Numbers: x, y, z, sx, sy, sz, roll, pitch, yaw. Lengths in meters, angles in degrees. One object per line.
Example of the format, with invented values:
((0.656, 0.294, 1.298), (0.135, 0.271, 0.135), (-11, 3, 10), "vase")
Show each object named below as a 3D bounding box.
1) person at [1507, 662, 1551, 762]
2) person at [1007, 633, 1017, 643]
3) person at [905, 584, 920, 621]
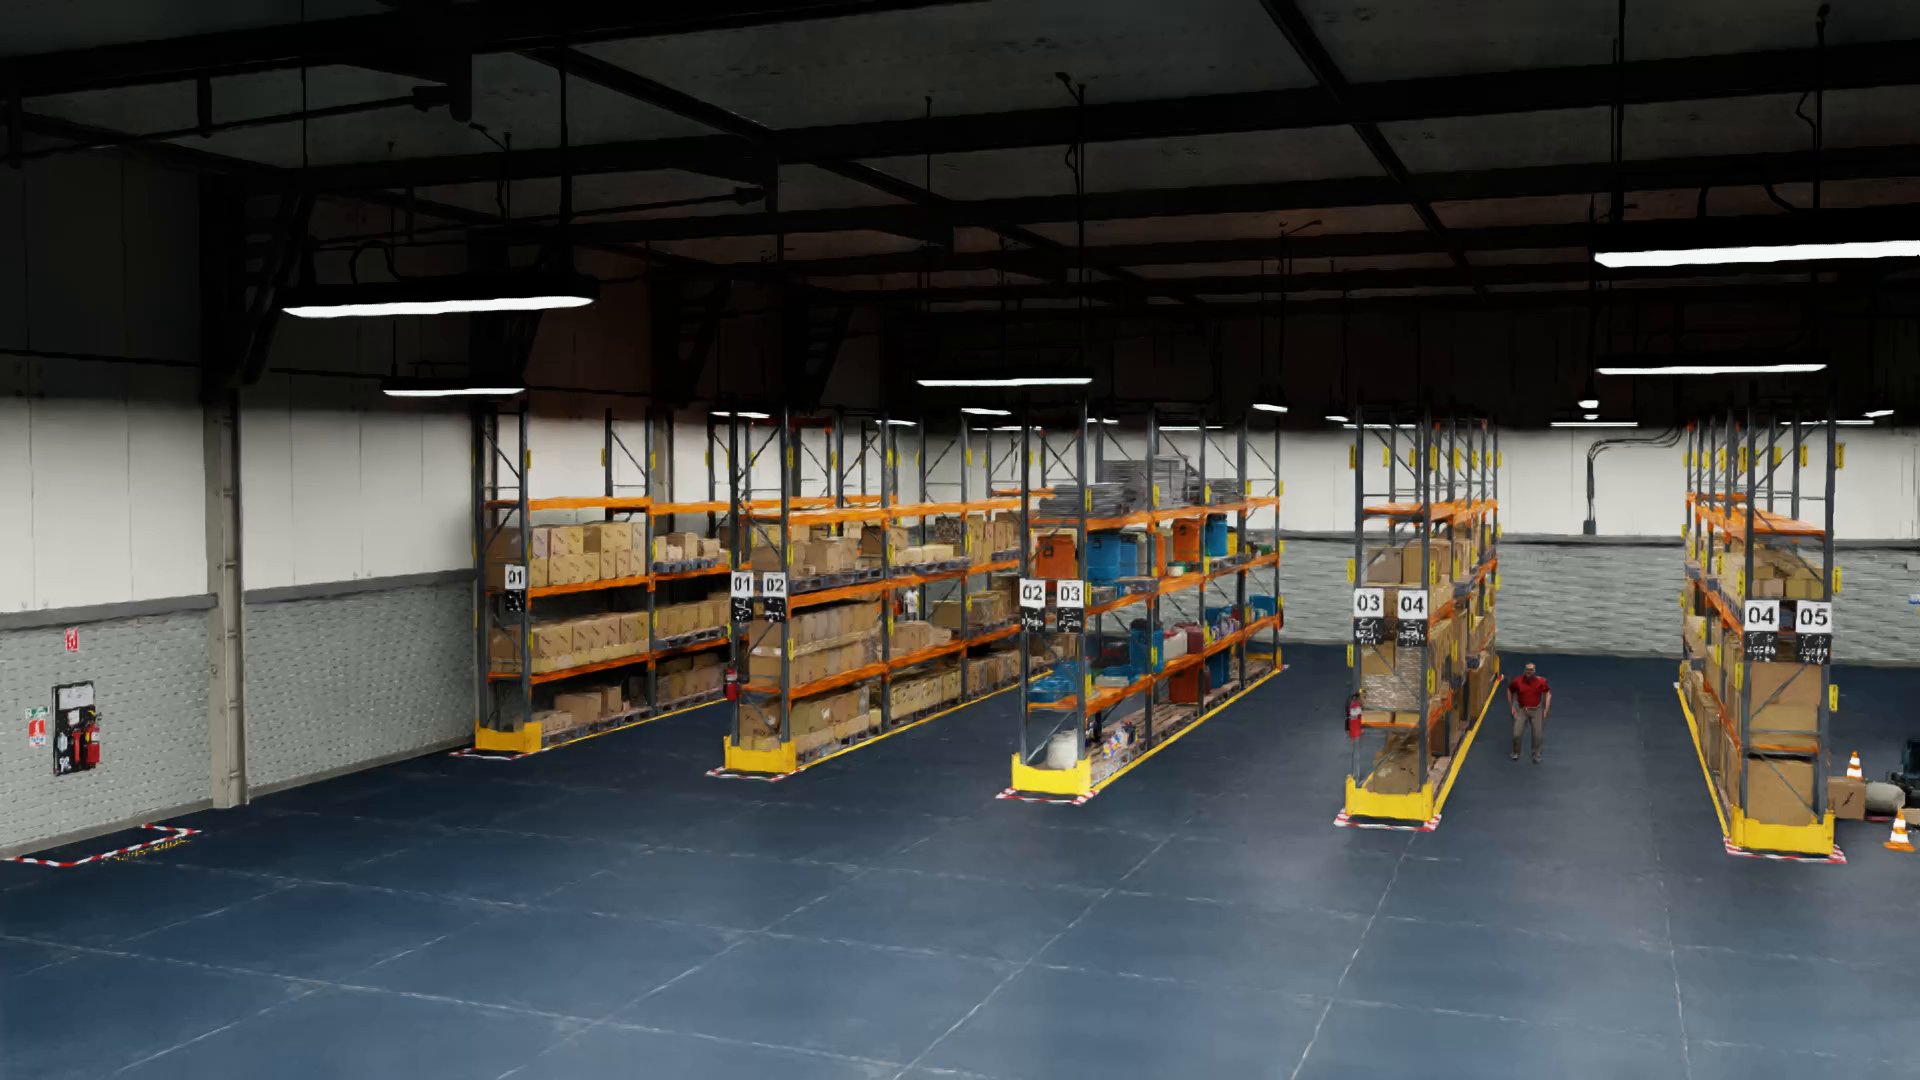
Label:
((9.398, 2.831, 27.486), (0.682, 1.676, 0.535), (1, 3, 19), "person")
((1.406, 2.023, 42.741), (0.396, 1.766, 0.654), (0, 3, 3), "person")
((-1.244, 1.965, 45.194), (0.700, 1.660, 0.556), (-2, 3, -32), "person")
